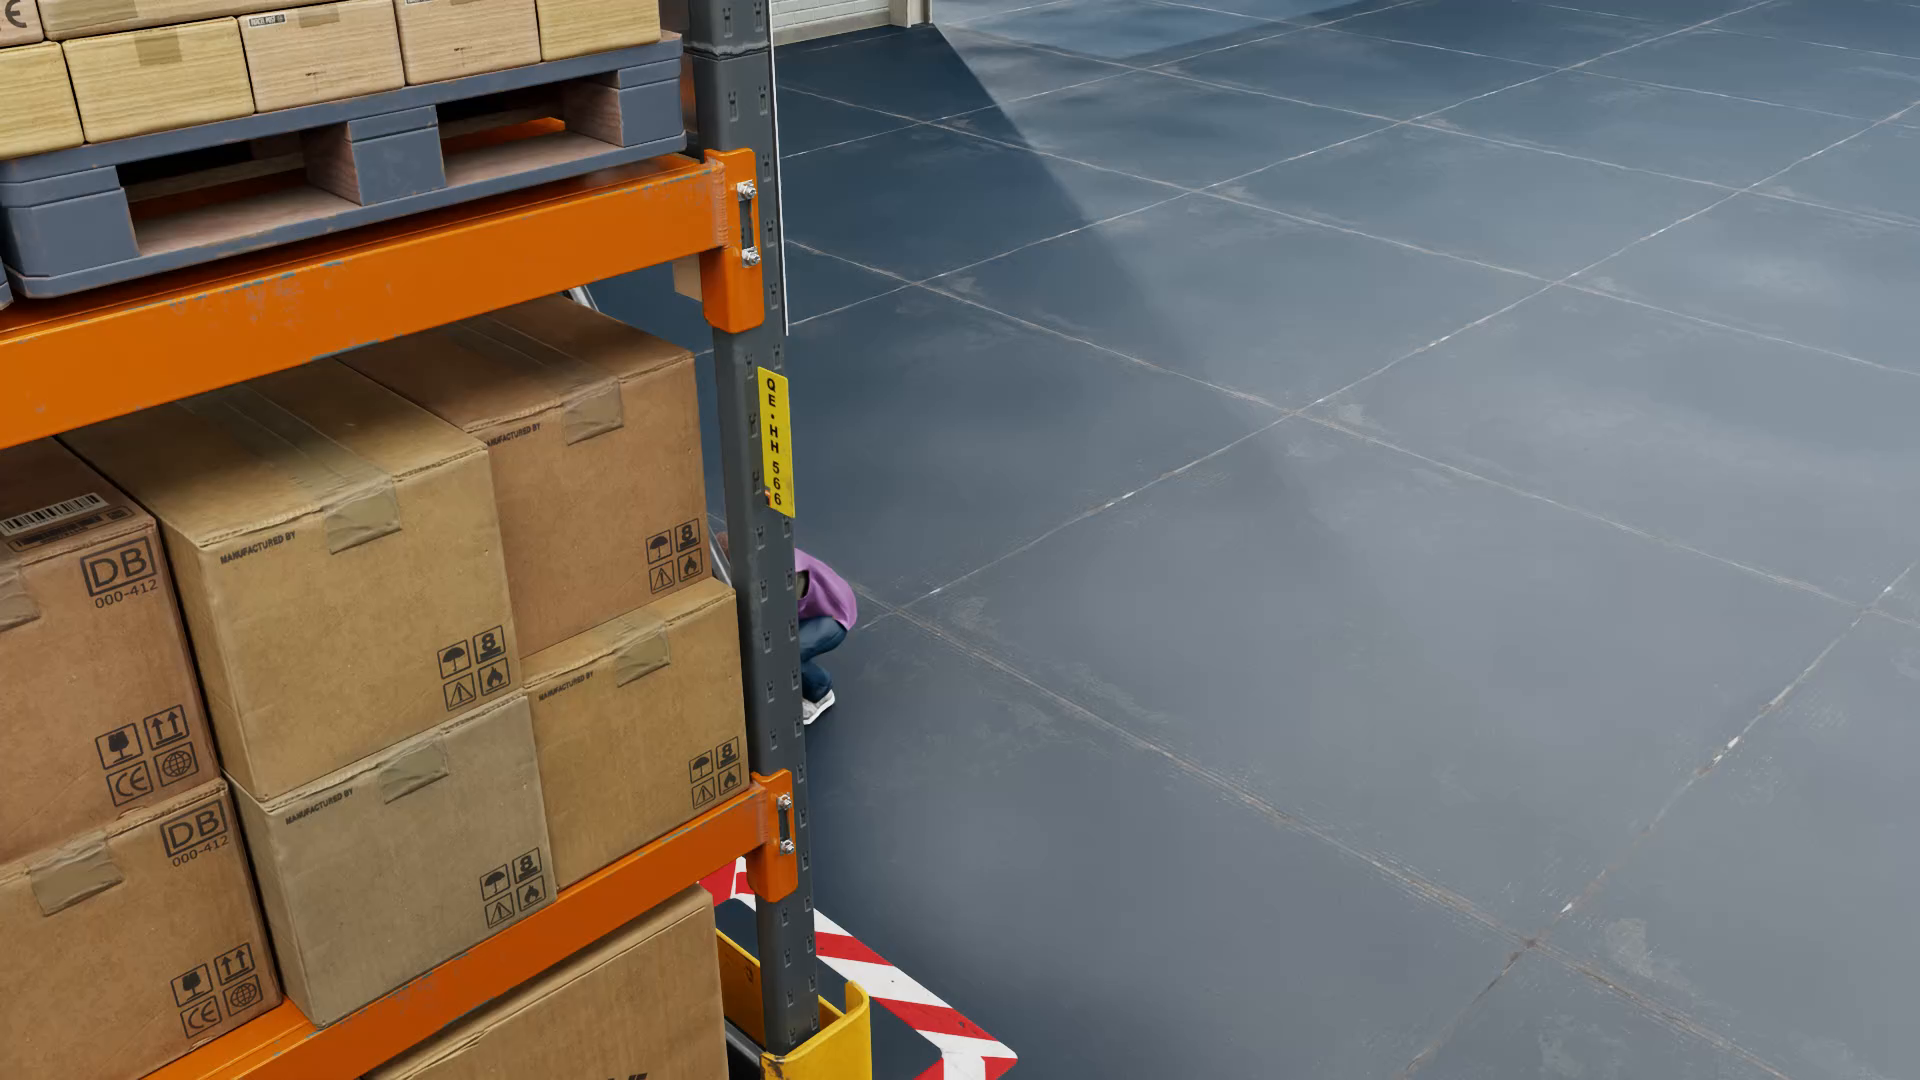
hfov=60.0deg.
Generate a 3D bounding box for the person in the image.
[{"bbox_3d":[-0.740,0.306,6.333,0.435,0.878,0.814,25,37,38],"label":"person"}]
